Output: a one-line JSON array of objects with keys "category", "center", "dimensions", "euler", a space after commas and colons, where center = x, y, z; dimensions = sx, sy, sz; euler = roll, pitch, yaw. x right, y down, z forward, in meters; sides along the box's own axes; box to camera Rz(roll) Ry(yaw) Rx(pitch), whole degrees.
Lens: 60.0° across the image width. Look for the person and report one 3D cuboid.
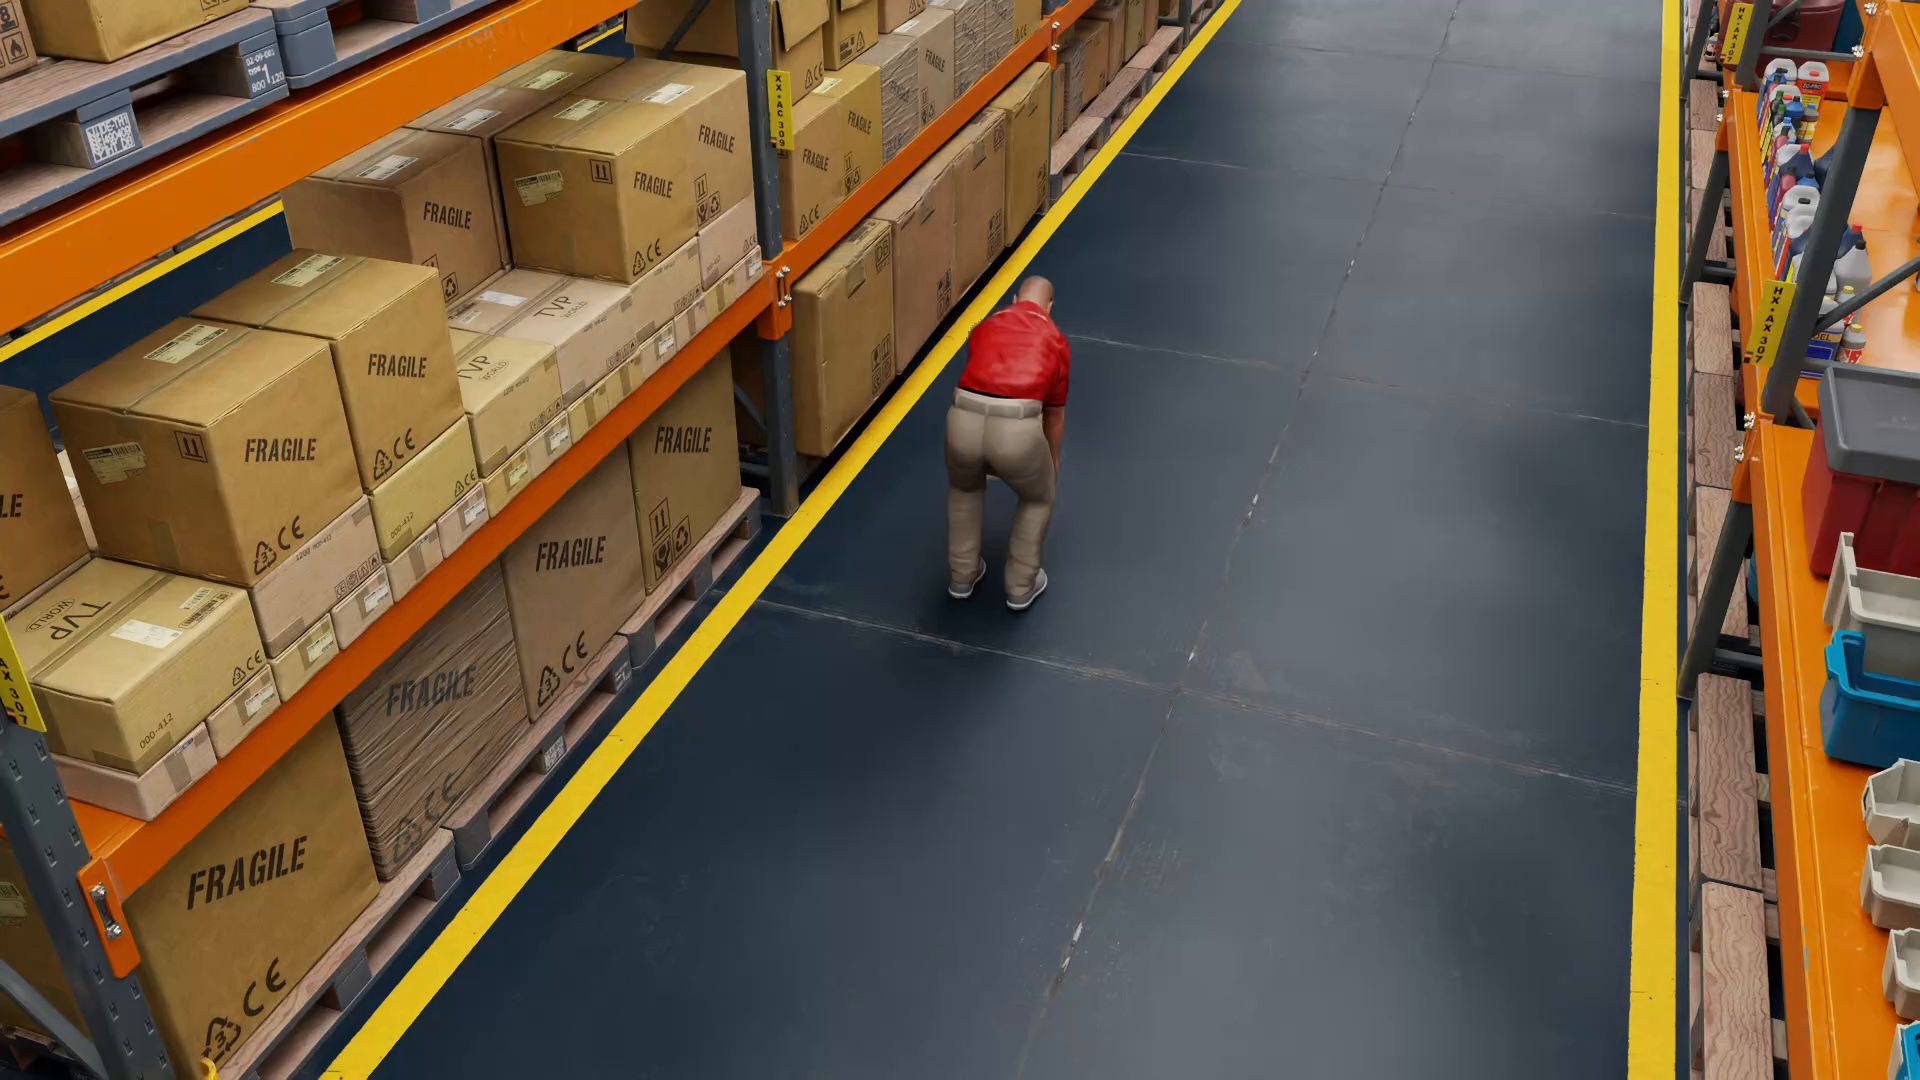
[{"category": "person", "center": [0.230, -0.419, 7.243], "dimensions": [0.483, 1.250, 0.925], "euler": [10, 34, 15]}]
